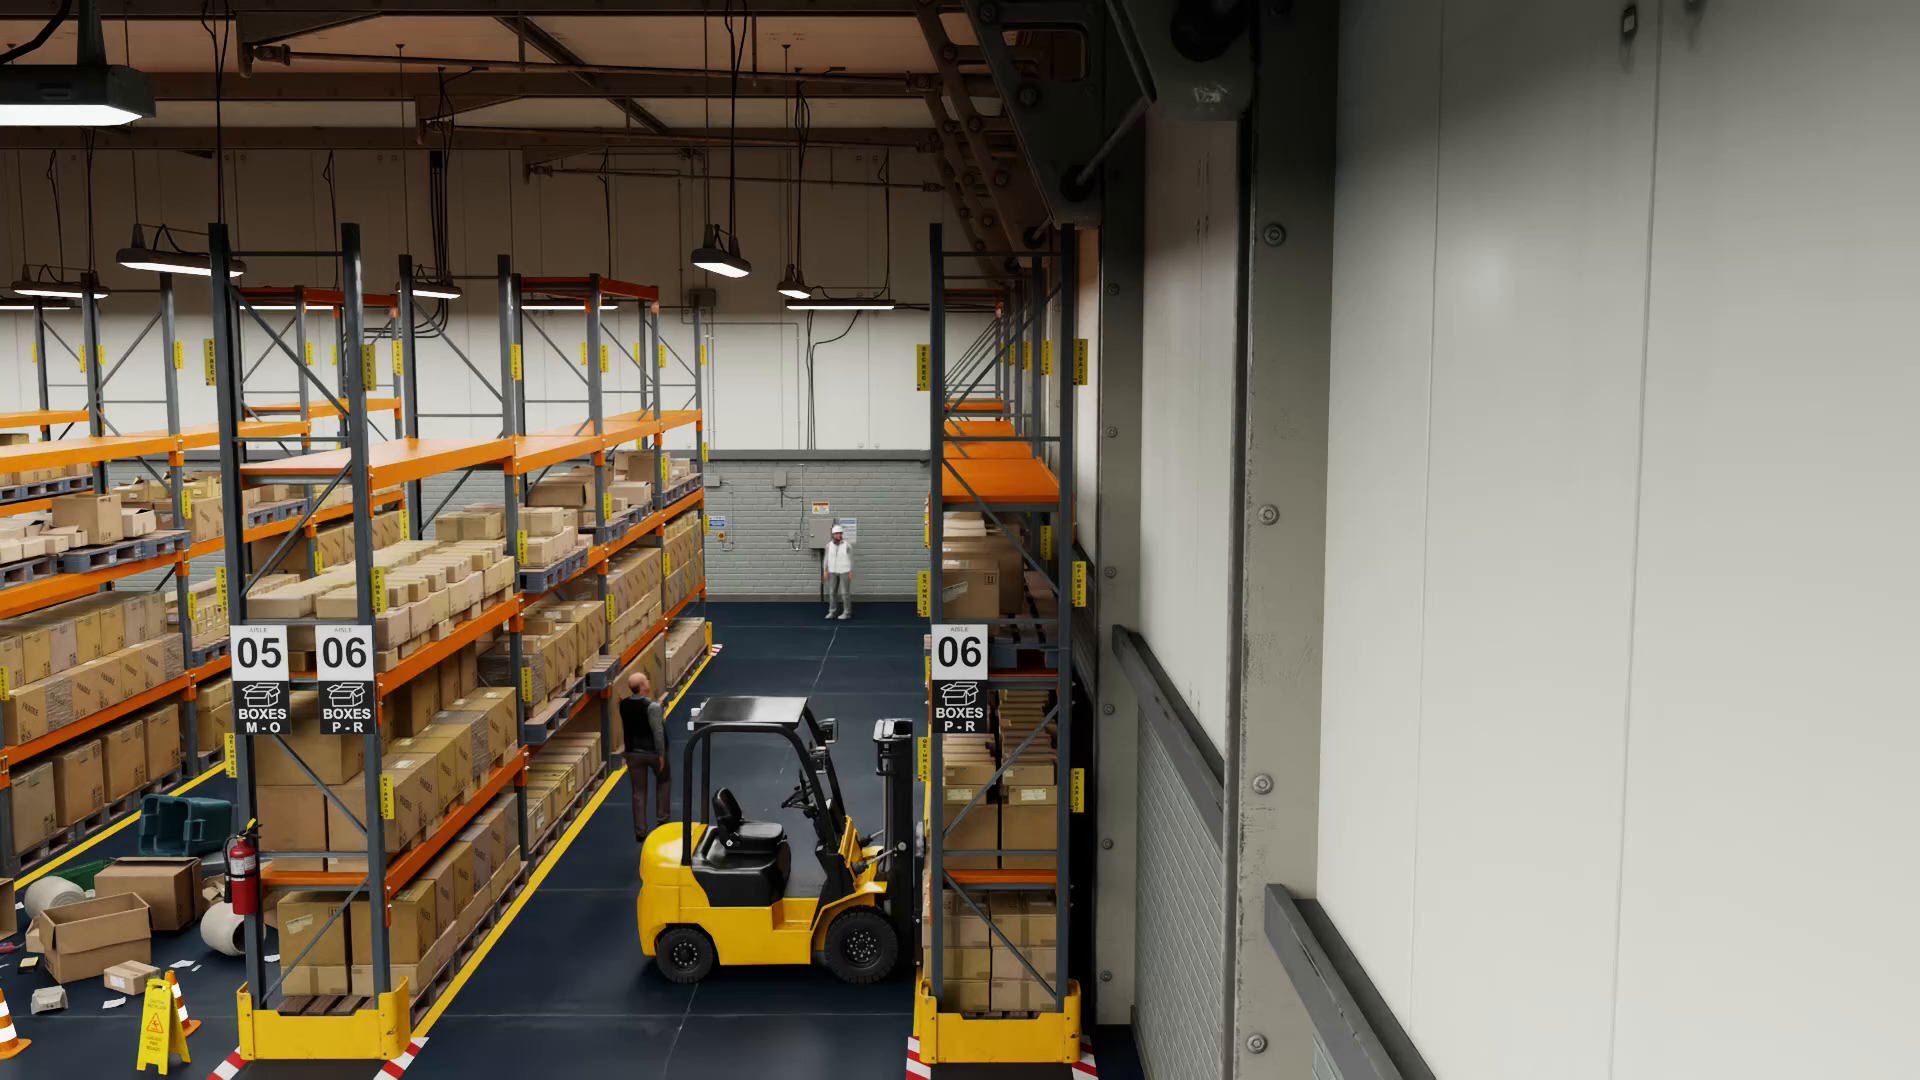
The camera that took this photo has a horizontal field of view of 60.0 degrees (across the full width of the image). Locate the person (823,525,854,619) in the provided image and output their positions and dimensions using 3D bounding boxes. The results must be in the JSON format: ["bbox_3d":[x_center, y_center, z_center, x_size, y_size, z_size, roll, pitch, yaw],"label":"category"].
[{"bbox_3d":[-2.304,0.611,31.515,0.558,1.785,0.408,3,8,27],"label":"person"}]

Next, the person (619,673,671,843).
[{"bbox_3d":[-3.197,2.191,16.872,0.494,1.739,0.689,0,7,-3],"label":"person"}]
